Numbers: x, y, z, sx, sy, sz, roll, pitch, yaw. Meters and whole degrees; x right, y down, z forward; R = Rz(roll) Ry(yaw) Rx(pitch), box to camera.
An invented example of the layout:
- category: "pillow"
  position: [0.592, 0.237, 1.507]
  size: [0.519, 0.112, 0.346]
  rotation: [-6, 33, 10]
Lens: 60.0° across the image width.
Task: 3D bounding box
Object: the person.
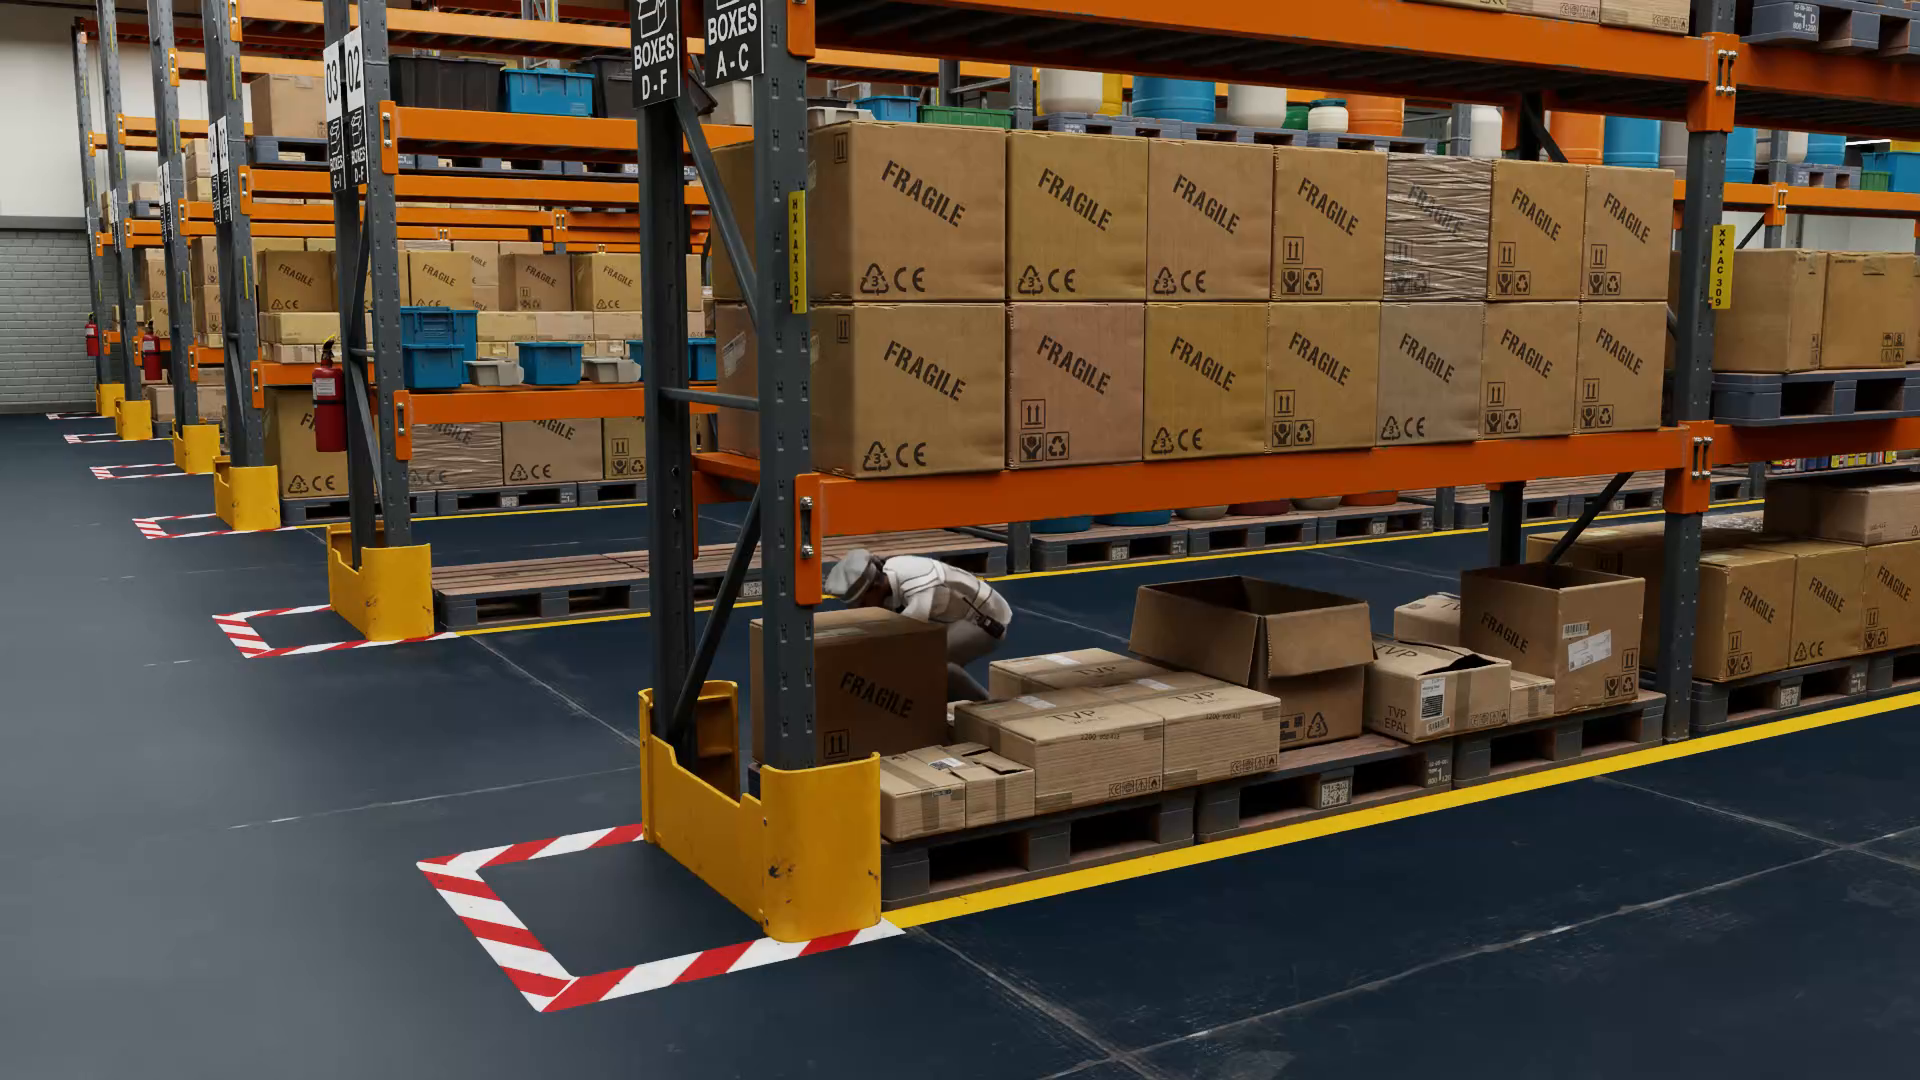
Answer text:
- category: "person"
  position: [-0.192, 0.428, 7.196]
  size: [0.898, 0.847, 0.475]
  rotation: [-5, 10, -32]
